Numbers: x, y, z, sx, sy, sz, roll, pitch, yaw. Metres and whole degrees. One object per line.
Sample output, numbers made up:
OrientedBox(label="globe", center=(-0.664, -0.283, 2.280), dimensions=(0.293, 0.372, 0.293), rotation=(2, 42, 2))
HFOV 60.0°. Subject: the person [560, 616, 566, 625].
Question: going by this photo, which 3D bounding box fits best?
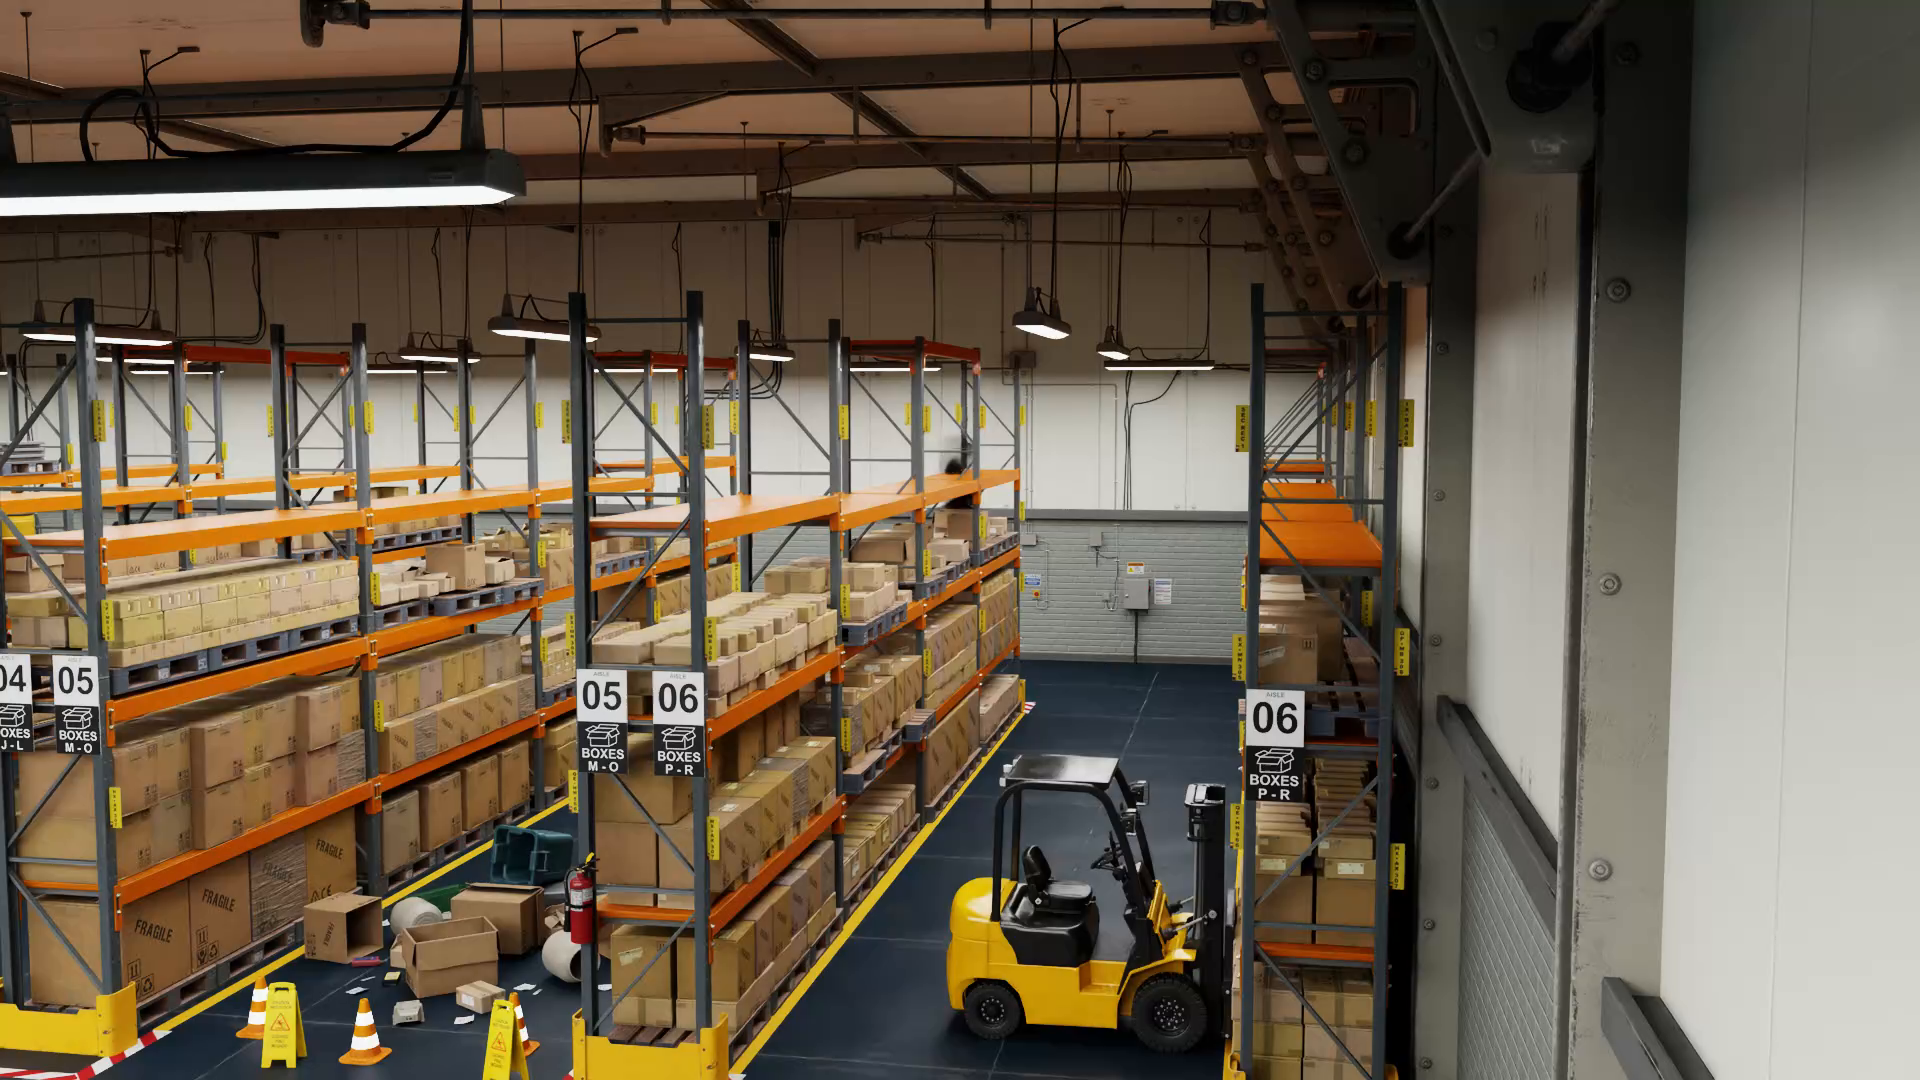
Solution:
OrientedBox(label="person", center=(-6.458, 2.092, 27.561), dimensions=(0.587, 1.681, 0.899), rotation=(2, 5, 20))
